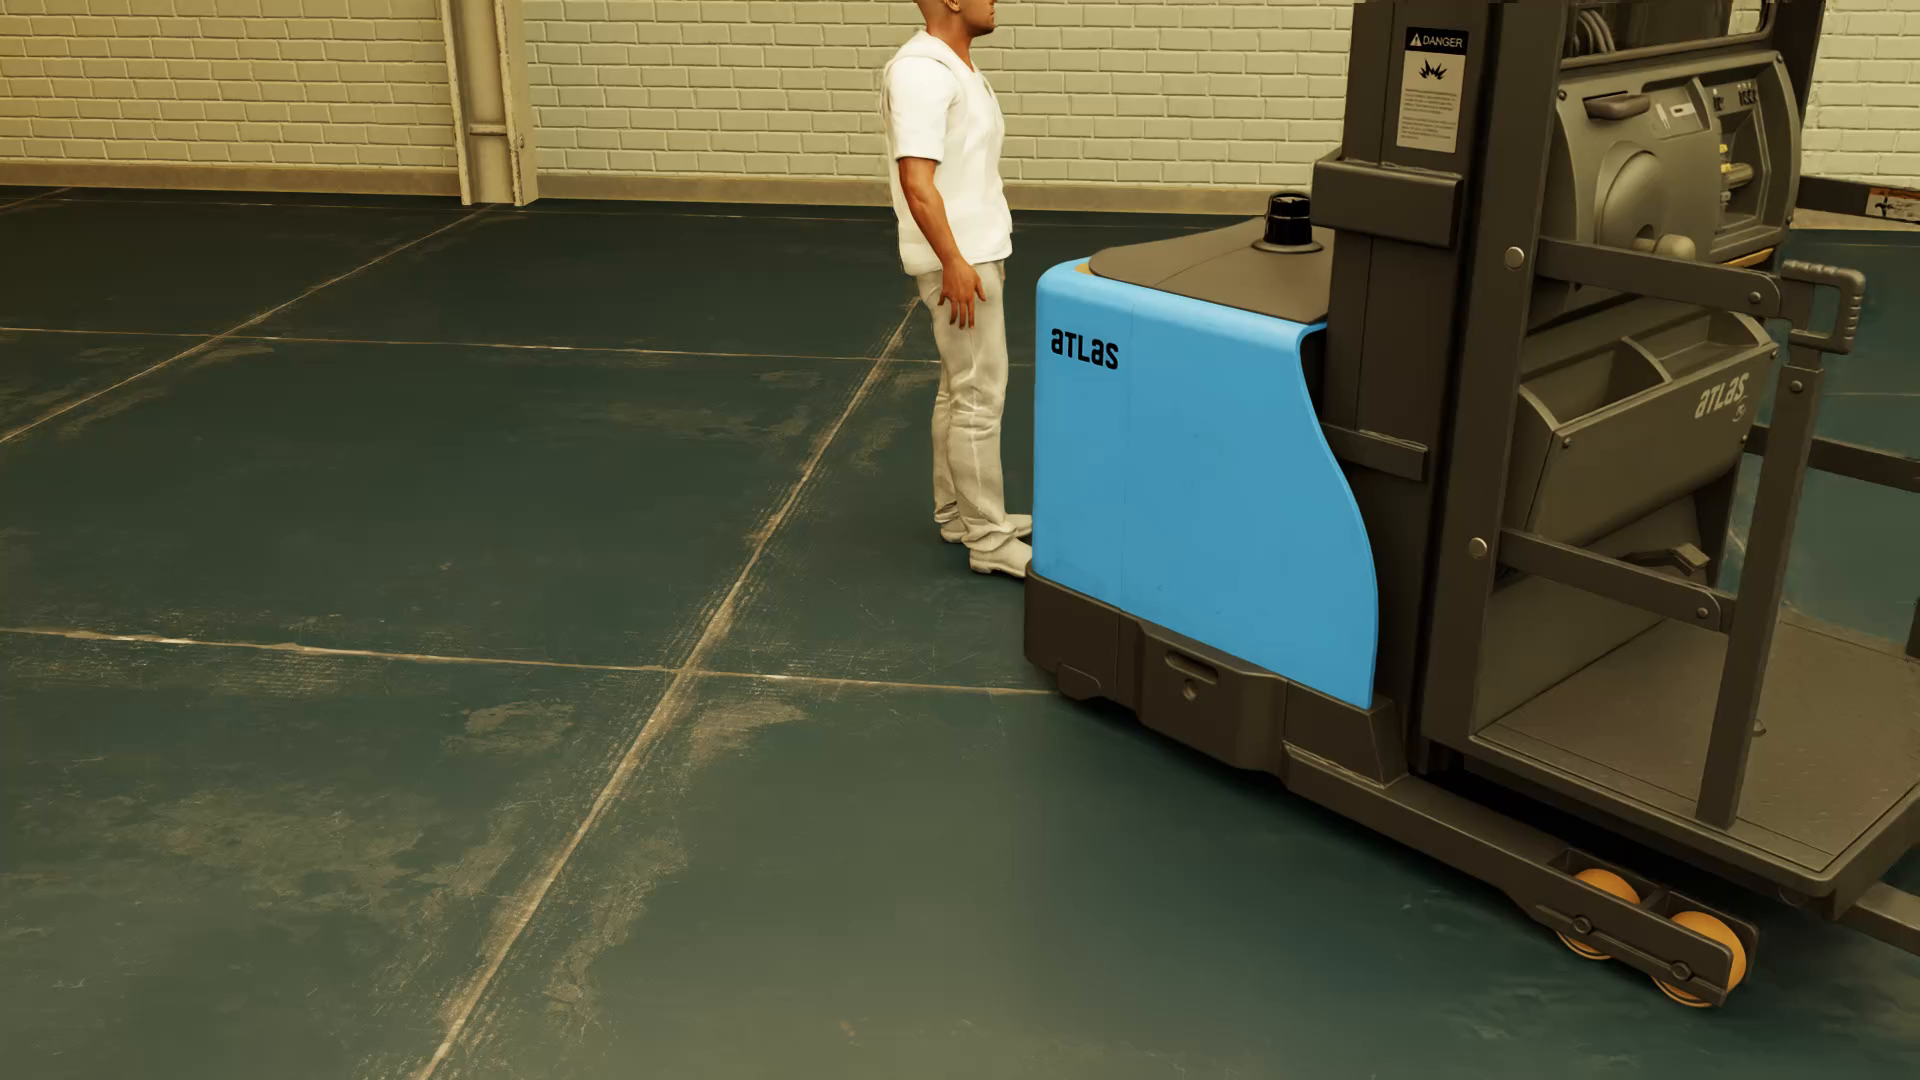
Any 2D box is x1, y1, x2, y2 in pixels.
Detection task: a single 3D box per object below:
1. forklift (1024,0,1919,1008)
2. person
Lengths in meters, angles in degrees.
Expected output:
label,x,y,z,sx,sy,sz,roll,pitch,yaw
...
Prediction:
label,x,y,z,sx,sy,sz,roll,pitch,yaw
forklift,1.530,-0.720,3.042,1.130,2.935,3.031,-19,29,-39
person,0.075,-0.824,4.846,0.572,1.765,0.668,3,22,7
